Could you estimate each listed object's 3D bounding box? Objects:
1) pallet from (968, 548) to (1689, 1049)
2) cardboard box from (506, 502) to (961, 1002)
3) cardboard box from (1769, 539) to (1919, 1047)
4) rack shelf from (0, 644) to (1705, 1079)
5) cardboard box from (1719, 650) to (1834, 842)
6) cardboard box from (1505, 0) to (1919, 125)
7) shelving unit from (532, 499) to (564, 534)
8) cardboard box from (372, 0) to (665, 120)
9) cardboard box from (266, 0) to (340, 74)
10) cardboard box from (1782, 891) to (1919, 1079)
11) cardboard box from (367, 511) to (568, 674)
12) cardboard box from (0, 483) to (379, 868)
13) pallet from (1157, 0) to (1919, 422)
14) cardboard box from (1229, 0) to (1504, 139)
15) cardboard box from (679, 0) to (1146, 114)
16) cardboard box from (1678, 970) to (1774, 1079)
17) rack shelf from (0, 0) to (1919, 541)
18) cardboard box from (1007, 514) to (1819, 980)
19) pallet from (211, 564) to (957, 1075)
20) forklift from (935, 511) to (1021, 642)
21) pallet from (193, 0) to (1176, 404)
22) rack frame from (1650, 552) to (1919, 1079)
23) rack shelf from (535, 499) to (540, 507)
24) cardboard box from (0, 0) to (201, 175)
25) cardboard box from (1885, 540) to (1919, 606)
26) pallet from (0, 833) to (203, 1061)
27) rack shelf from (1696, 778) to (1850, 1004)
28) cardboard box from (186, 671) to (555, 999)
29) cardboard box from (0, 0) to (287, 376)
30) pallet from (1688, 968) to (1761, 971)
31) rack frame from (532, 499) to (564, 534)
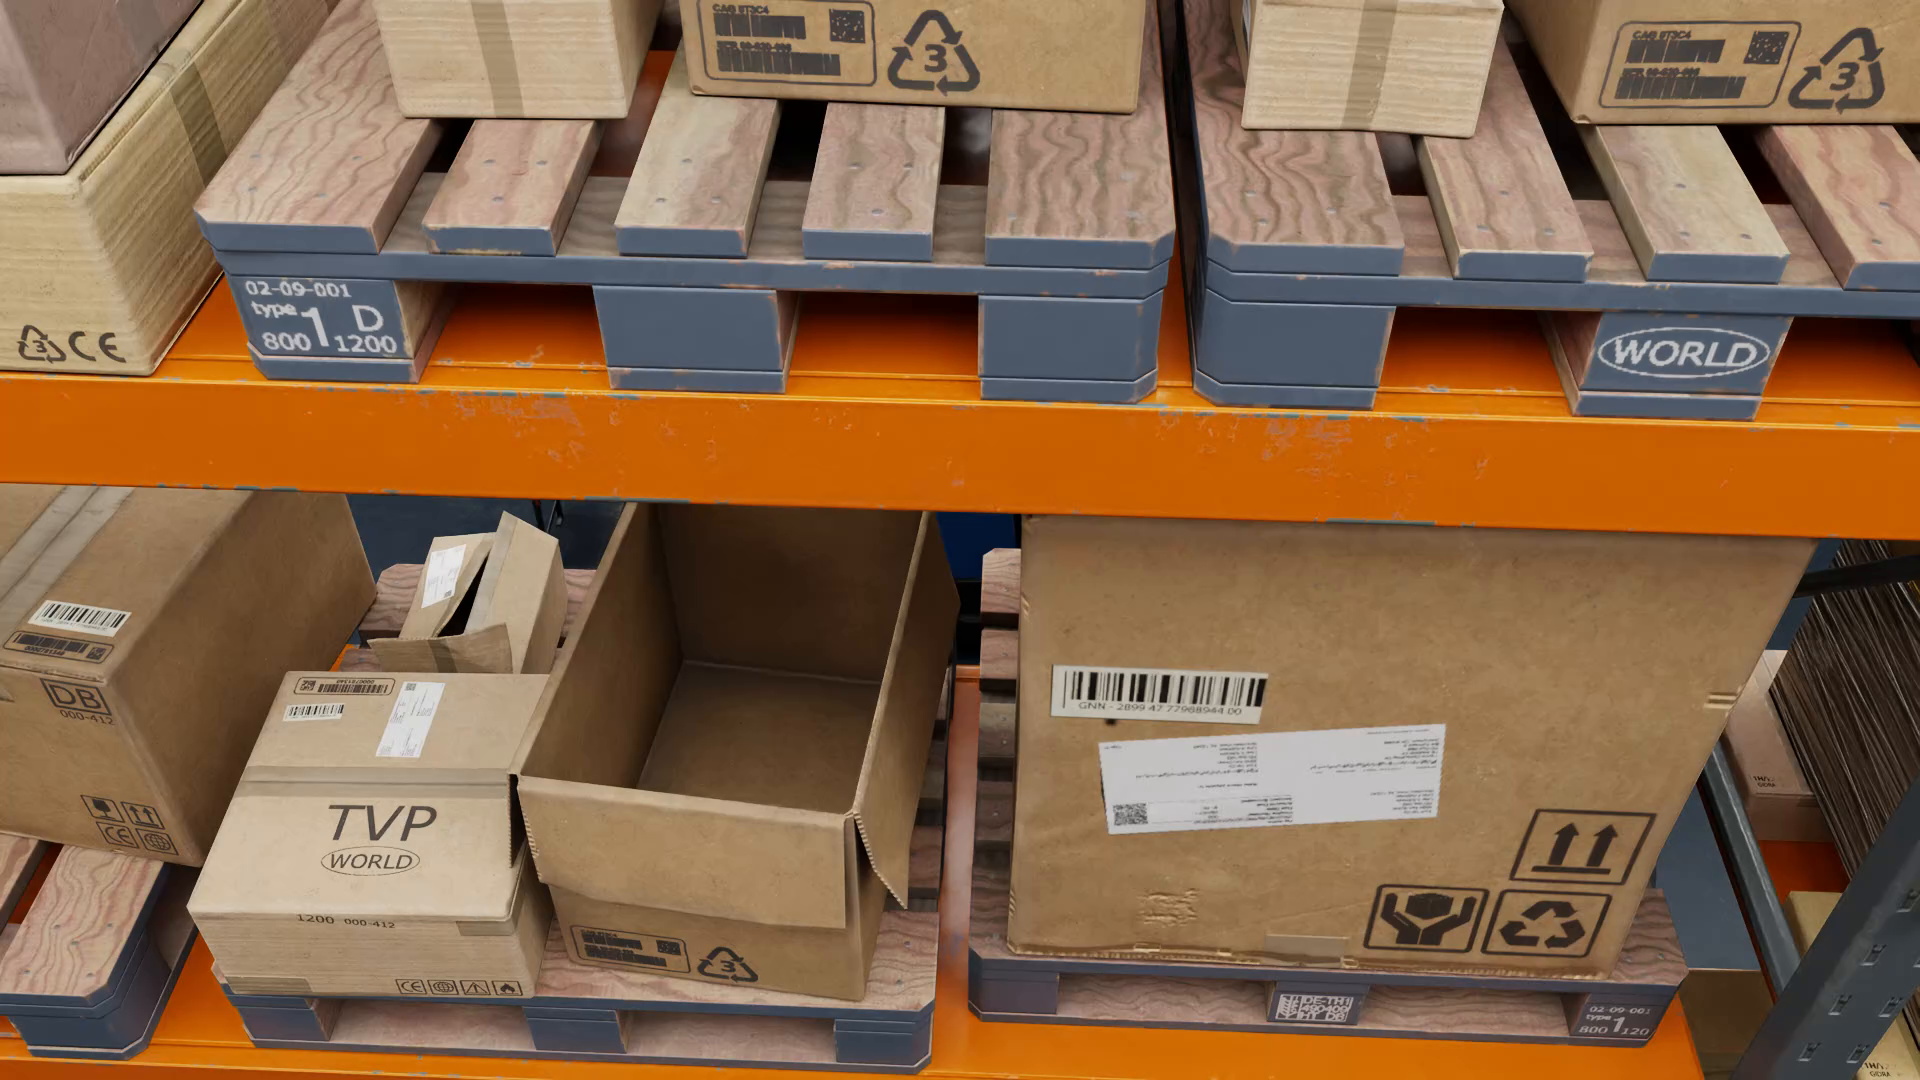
[{"bbox_3d":[0.633,0.452,3.205,1.213,0.211,1.003,2,43,2],"label":"pallet"},{"bbox_3d":[-0.346,0.322,2.820,0.637,0.503,0.797,6,43,6],"label":"cardboard box"},{"bbox_3d":[1.837,0.414,2.813,0.500,0.500,0.875,2,43,2],"label":"cardboard box"},{"bbox_3d":[-0.608,0.706,3.319,4.000,0.370,1.077,2,43,2],"label":"rack shelf"},{"bbox_3d":[1.618,0.402,3.302,0.250,0.149,0.380,2,43,2],"label":"cardboard box"},{"bbox_3d":[0.925,-0.867,1.895,0.637,0.503,0.797,0,43,0],"label":"cardboard box"},{"bbox_3d":[-1.159,-0.443,5.343,0.503,1.200,0.258,0,43,0],"label":"shelving unit"},{"bbox_3d":[-0.487,-0.651,1.911,0.250,0.166,0.380,1,43,1],"label":"cardboard box"},{"bbox_3d":[-1.122,-0.791,2.307,0.500,0.250,0.500,3,43,3],"label":"cardboard box"},{"bbox_3d":[1.591,0.807,2.867,0.250,0.149,0.380,2,43,2],"label":"cardboard box"},{"bbox_3d":[-0.928,0.144,3.185,0.258,0.266,0.396,1,43,1],"label":"cardboard box"},{"bbox_3d":[-1.502,0.129,3.029,0.500,0.500,0.700,8,44,8],"label":"cardboard box"},{"bbox_3d":[0.778,-0.616,2.148,1.003,0.211,1.213,2,43,2],"label":"pallet"},{"bbox_3d":[0.447,-0.659,1.846,0.258,0.266,0.396,3,43,3],"label":"cardboard box"},{"bbox_3d":[-0.016,-0.895,1.926,0.637,0.503,0.797,3,43,4],"label":"cardboard box"},{"bbox_3d":[1.788,1.304,3.675,0.500,0.500,0.500,1,43,1],"label":"cardboard box"},{"bbox_3d":[-0.608,-0.392,2.297,4.000,0.370,1.077,2,43,2],"label":"rack shelf"},{"bbox_3d":[0.603,0.011,2.789,1.000,1.000,1.000,2,43,2],"label":"cardboard box"},{"bbox_3d":[-0.626,0.484,3.170,1.213,0.211,1.003,2,43,2],"label":"pallet"},{"bbox_3d":[0.625,-1.072,4.750,3.031,2.935,1.130,0,43,0],"label":"forklift"},{"bbox_3d":[-0.258,-0.646,2.180,1.003,0.211,1.213,2,43,2],"label":"pallet"},{"bbox_3d":[1.390,0.504,3.008,0.127,3.000,1.000,2,43,2],"label":"rack frame"},{"bbox_3d":[-1.158,-0.248,5.524,0.480,0.148,0.258,0,43,0],"label":"rack shelf"},{"bbox_3d":[-1.138,-0.718,1.679,0.500,0.500,0.500,1,43,1],"label":"cardboard box"},{"bbox_3d":[1.852,-0.181,2.718,0.500,0.500,0.500,2,43,2],"label":"cardboard box"},{"bbox_3d":[-1.889,0.401,3.260,1.003,0.211,1.213,2,43,2],"label":"pallet"},{"bbox_3d":[3.388,0.829,3.188,4.000,0.370,1.077,2,43,2],"label":"rack shelf"},{"bbox_3d":[-0.942,0.490,2.825,0.500,0.250,0.500,1,43,1],"label":"cardboard box"},{"bbox_3d":[-1.121,-0.448,1.940,0.500,0.250,0.500,3,43,3],"label":"cardboard box"},{"bbox_3d":[2.063,1.521,3.963,1.213,0.211,1.003,2,43,2],"label":"pallet"},{"bbox_3d":[-1.403,-0.442,5.344,0.015,1.200,0.240,0,43,0],"label":"rack frame"}]
